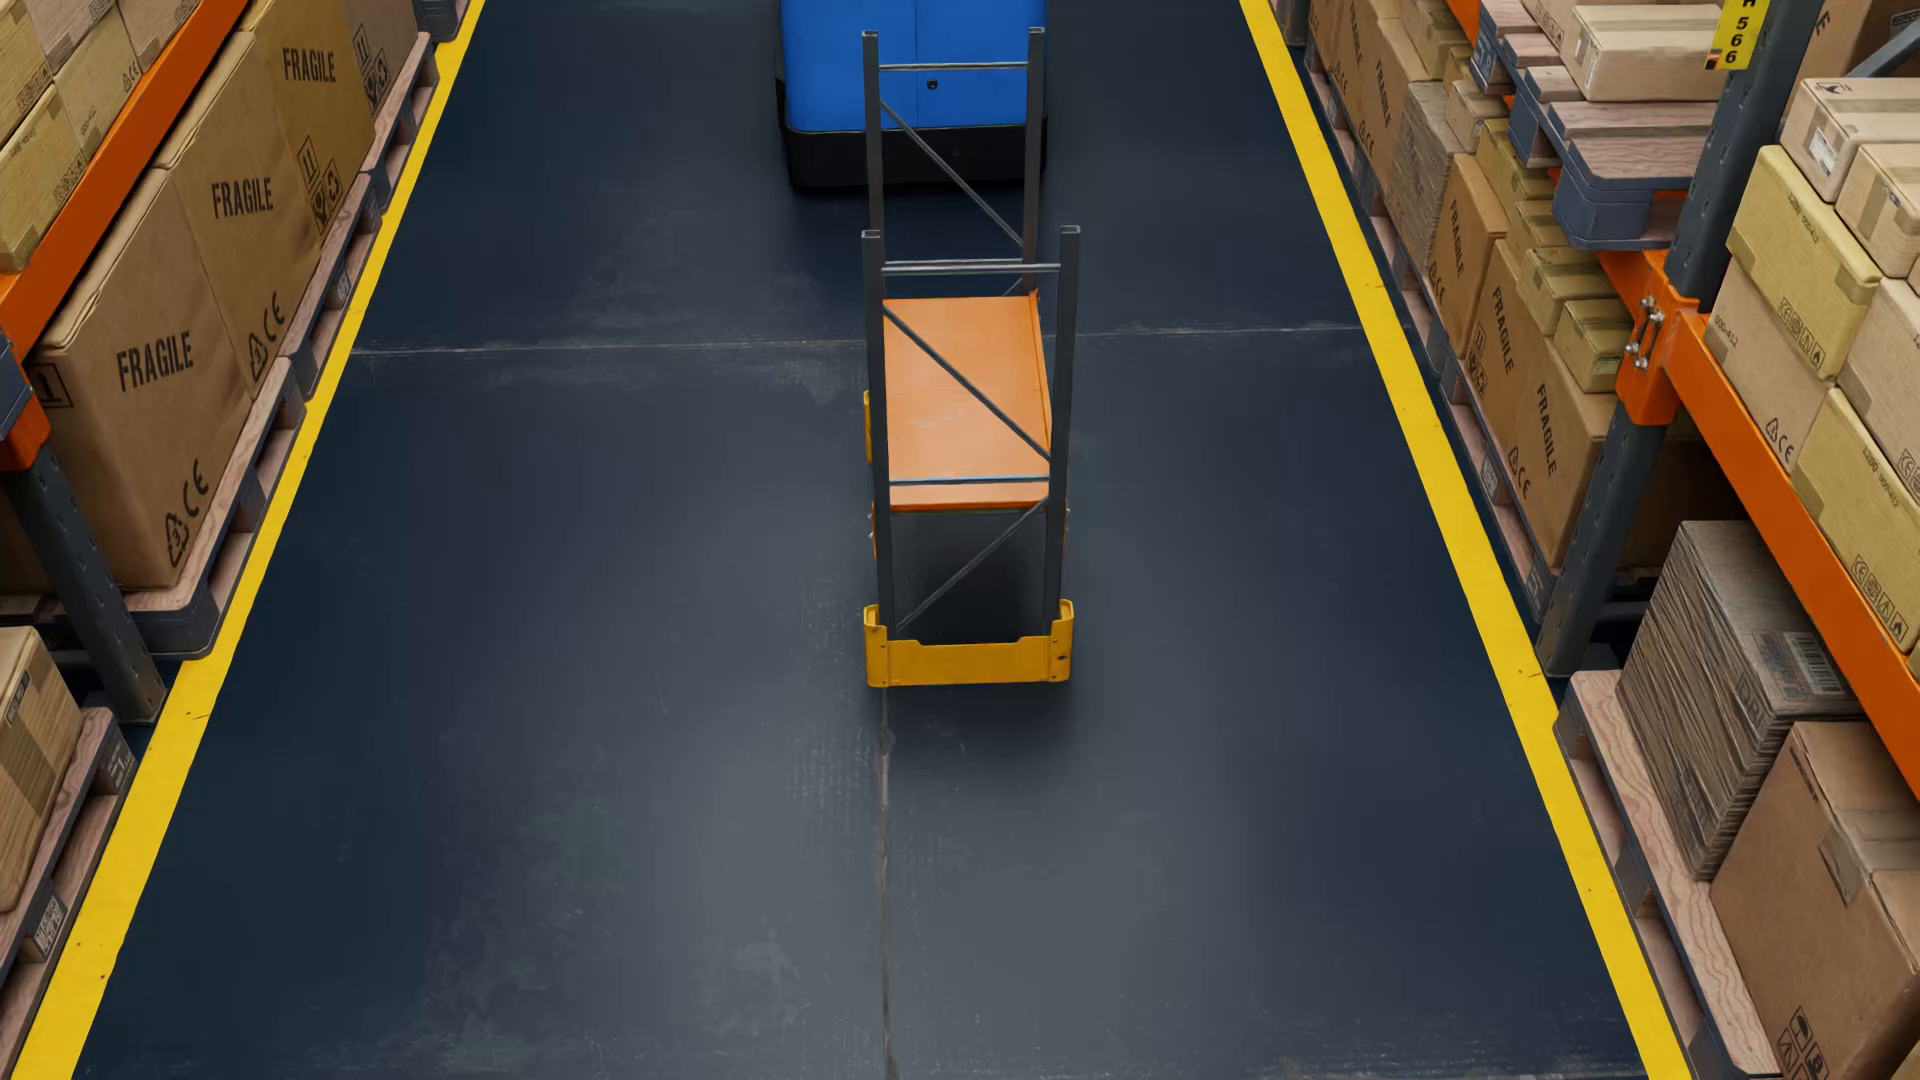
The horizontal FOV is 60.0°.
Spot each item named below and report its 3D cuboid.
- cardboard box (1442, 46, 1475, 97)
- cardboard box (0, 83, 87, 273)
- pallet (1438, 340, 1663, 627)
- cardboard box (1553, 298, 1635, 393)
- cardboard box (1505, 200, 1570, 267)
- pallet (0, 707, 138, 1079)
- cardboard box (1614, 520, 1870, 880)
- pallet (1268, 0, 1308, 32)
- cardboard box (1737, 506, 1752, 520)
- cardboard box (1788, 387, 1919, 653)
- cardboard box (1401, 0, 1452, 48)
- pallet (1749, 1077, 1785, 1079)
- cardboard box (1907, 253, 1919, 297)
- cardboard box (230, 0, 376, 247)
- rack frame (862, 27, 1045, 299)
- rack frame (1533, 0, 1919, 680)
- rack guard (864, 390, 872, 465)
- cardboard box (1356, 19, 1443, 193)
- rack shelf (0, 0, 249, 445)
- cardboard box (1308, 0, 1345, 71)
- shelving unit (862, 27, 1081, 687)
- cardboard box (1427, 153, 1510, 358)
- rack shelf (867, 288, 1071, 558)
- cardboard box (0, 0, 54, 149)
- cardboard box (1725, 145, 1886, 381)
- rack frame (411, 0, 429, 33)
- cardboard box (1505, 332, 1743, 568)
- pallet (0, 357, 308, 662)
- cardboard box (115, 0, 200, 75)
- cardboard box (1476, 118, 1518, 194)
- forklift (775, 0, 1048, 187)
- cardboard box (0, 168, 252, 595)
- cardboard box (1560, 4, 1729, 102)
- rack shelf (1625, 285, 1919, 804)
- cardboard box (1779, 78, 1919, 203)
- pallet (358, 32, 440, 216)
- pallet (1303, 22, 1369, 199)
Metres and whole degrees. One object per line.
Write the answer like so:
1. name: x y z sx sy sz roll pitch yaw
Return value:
1. cardboard box: 1.930 -1.619 5.856 0.380 0.149 0.250 -1 43 -2
2. cardboard box: -2.537 -0.895 4.117 0.500 0.250 0.500 -2 43 -3
3. pallet: 2.198 -0.234 5.349 1.003 0.211 1.213 -2 43 -2
4. cardboard box: 1.918 -0.556 4.696 0.380 0.149 0.250 -4 43 -4
5. cardboard box: 1.908 -0.918 5.091 0.380 0.149 0.250 -3 43 -3
6. pallet: -2.736 0.943 4.065 1.003 0.211 1.213 -2 43 -2
7. cardboard box: 2.204 0.385 4.057 0.875 0.625 0.625 0 43 0
8. pallet: 1.993 -2.893 8.250 1.003 0.211 1.213 -2 43 -2
9. cardboard box: 2.454 -0.283 4.878 0.500 0.500 0.500 0 43 0
10. cardboard box: 1.983 -0.056 3.202 0.500 0.250 0.500 -2 43 -3
11. cardboard box: 1.881 -1.968 6.236 0.380 0.149 0.250 -2 43 -2
12. pallet: 2.236 1.649 3.294 1.003 0.211 1.213 -2 43 -2
13. cardboard box: 1.960 -0.457 2.974 0.380 0.149 0.250 -1 43 -1
14. cardboard box: -2.785 -1.658 6.101 0.875 0.875 0.875 -1 43 -1
15. rack frame: -0.018 -0.838 5.055 0.500 1.500 0.032 -2 43 -2
16. rack frame: 2.192 -0.757 3.856 1.000 3.000 0.127 -2 43 -2
17. rack guard: -0.018 -0.377 5.476 0.587 0.250 0.087 -2 43 -2
18. cardboard box: 1.867 -1.662 6.382 0.500 0.500 0.500 -3 43 -3
19. rack shelf: -2.852 -1.697 5.414 1.077 0.370 4.000 -2 43 -2
20. cardboard box: 1.817 -2.358 7.142 0.500 0.500 0.500 0 43 0
21. shelving unit: 0.003 -0.501 4.687 0.587 1.500 1.083 -2 43 -2
22. cardboard box: 1.923 -0.961 5.618 0.500 0.500 0.500 0 43 0
23. rack shelf: 0.004 -0.363 4.802 0.538 0.185 1.000 -2 43 -2
24. cardboard box: -2.542 -1.090 3.961 0.500 0.250 0.500 -2 43 -2
25. cardboard box: 1.941 -0.579 3.403 0.500 0.250 0.500 -2 43 -2
26. rack frame: -2.937 -3.313 6.644 1.000 3.000 0.127 -2 43 -2
27. cardboard box: 1.959 -0.270 4.864 0.500 0.500 0.500 -1 43 -1
28. pallet: -2.726 -0.119 5.223 1.003 0.211 1.213 -2 43 -2
29. cardboard box: -2.593 -1.595 4.881 0.500 0.250 0.500 0 43 0
30. cardboard box: 1.931 -1.266 5.470 0.380 0.149 0.250 -2 43 -2
31. forklift: -0.285 -3.490 6.889 1.130 2.935 3.031 -3 43 -3
32. cardboard box: -2.714 -0.452 4.785 0.875 0.875 0.875 -2 43 -2
33. cardboard box: 1.780 -1.252 4.271 0.380 0.149 0.250 -1 43 -1
34. rack shelf: 2.277 0.858 2.626 1.077 0.370 4.000 -2 43 -2
35. cardboard box: 1.911 -0.810 3.359 0.380 0.149 0.250 0 43 -1
36. pallet: -2.829 -1.766 7.020 1.003 0.211 1.213 -2 43 -2
37. pallet: 2.094 -1.882 7.147 1.003 0.211 1.213 -2 43 -2
